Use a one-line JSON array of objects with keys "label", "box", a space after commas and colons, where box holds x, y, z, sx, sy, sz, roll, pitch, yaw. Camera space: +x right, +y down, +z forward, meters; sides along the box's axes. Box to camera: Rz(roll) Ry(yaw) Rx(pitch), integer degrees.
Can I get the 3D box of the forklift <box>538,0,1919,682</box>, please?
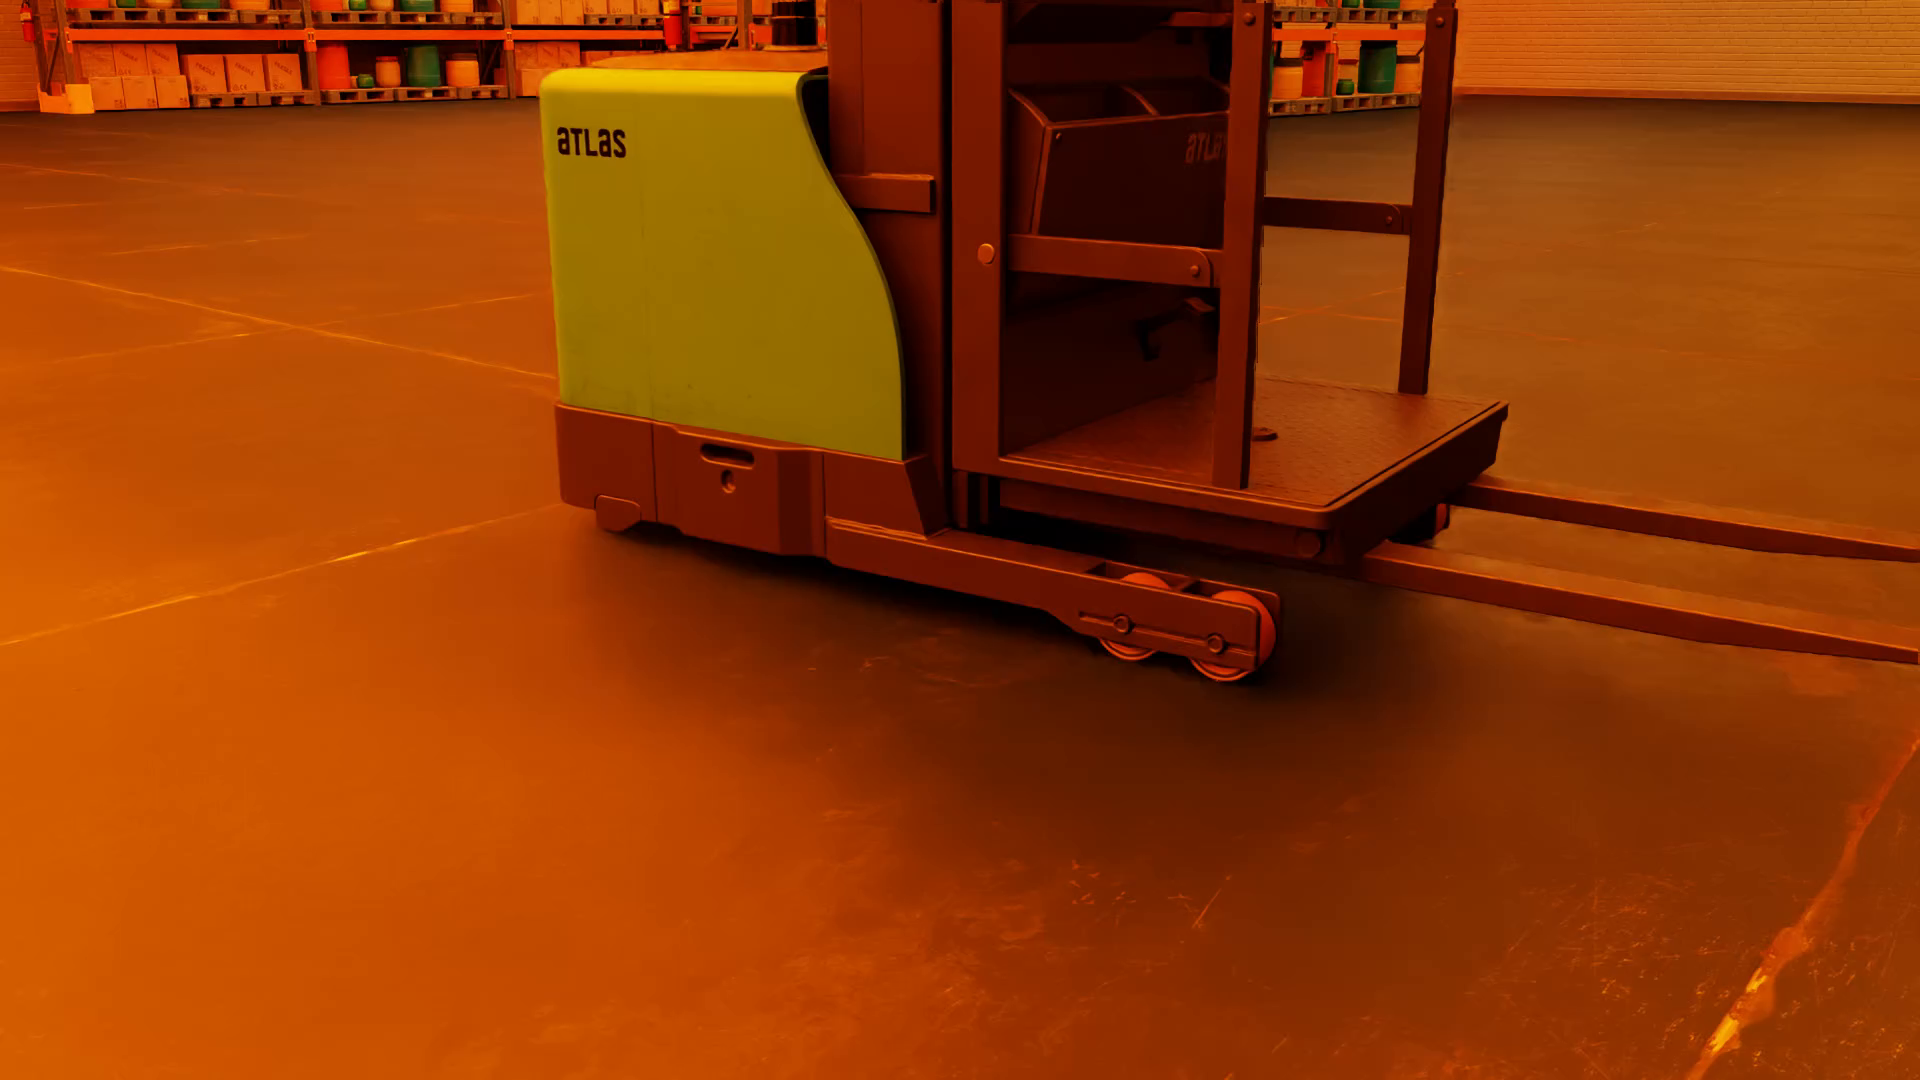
[{"label": "forklift", "box": [0.541, -1.316, 3.231, 3.031, 2.935, 1.130, 11, 20, 32]}]
